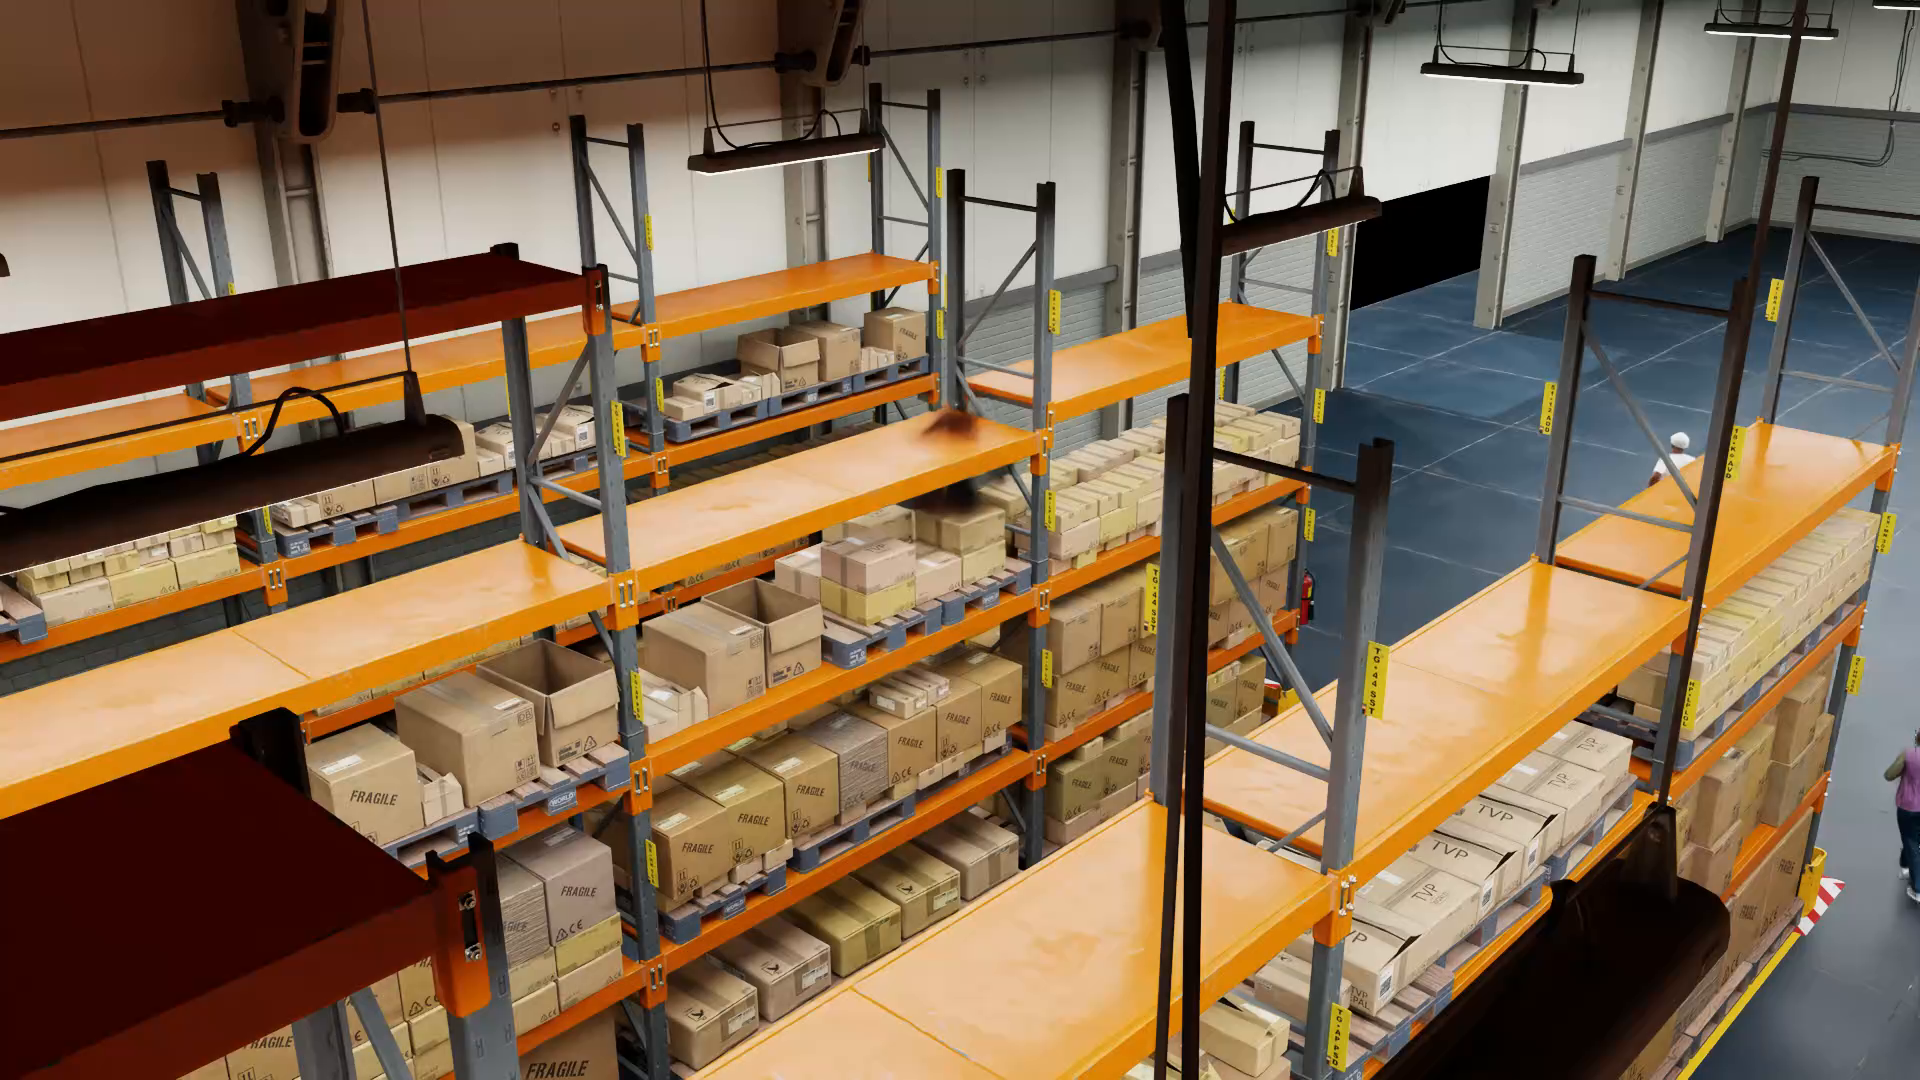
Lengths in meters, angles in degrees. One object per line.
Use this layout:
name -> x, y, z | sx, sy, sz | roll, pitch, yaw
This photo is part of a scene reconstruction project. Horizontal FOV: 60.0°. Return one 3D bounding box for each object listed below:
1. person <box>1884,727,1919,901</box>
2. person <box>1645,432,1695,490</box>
person -> 8.044, 2.286, 13.962 | 0.570, 1.636, 0.612 | 1, 21, 3
person -> 8.893, -0.504, 20.951 | 0.707, 1.790, 0.734 | 0, 21, -1
